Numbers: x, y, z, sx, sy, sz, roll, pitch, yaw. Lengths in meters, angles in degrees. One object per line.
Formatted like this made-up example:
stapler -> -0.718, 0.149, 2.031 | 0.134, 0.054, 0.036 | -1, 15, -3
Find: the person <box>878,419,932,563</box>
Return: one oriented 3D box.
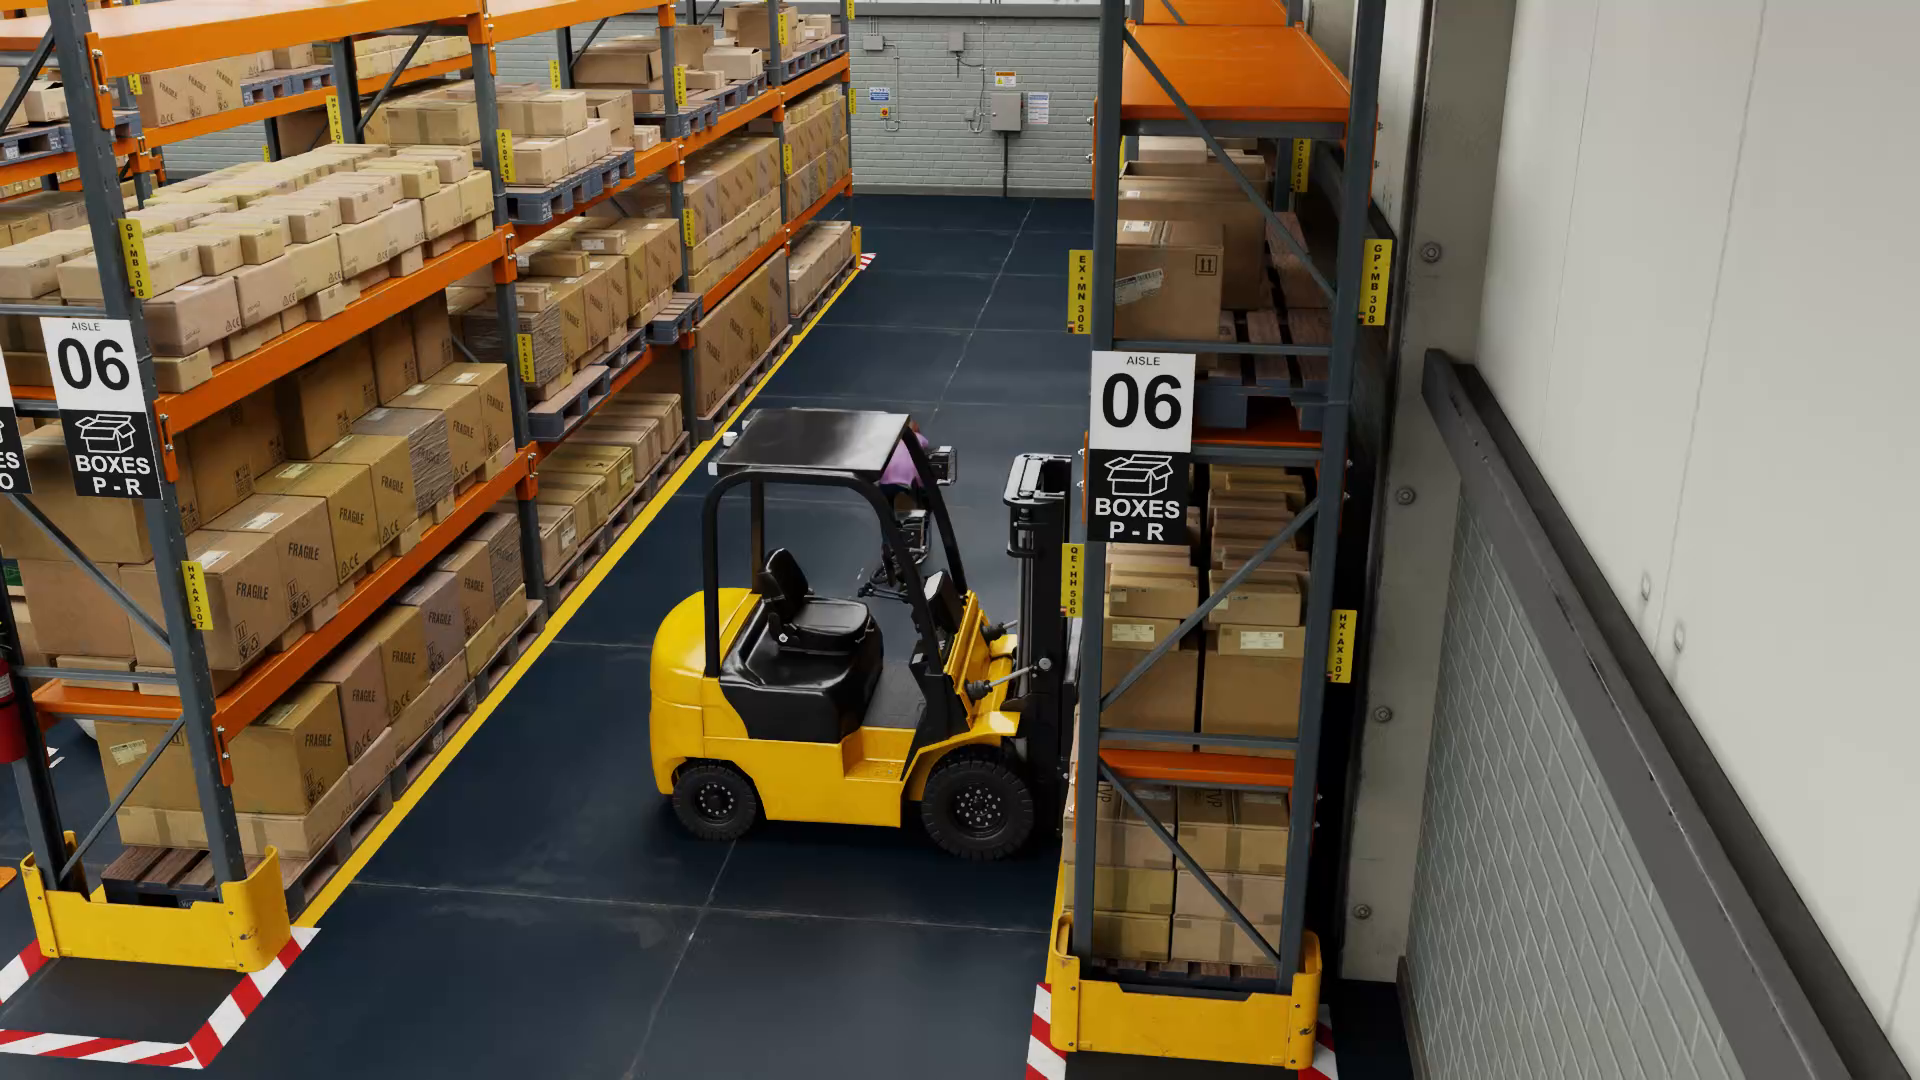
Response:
person -> -0.418, -0.365, 12.871 | 0.420, 0.979, 0.861 | 1, 22, 4
